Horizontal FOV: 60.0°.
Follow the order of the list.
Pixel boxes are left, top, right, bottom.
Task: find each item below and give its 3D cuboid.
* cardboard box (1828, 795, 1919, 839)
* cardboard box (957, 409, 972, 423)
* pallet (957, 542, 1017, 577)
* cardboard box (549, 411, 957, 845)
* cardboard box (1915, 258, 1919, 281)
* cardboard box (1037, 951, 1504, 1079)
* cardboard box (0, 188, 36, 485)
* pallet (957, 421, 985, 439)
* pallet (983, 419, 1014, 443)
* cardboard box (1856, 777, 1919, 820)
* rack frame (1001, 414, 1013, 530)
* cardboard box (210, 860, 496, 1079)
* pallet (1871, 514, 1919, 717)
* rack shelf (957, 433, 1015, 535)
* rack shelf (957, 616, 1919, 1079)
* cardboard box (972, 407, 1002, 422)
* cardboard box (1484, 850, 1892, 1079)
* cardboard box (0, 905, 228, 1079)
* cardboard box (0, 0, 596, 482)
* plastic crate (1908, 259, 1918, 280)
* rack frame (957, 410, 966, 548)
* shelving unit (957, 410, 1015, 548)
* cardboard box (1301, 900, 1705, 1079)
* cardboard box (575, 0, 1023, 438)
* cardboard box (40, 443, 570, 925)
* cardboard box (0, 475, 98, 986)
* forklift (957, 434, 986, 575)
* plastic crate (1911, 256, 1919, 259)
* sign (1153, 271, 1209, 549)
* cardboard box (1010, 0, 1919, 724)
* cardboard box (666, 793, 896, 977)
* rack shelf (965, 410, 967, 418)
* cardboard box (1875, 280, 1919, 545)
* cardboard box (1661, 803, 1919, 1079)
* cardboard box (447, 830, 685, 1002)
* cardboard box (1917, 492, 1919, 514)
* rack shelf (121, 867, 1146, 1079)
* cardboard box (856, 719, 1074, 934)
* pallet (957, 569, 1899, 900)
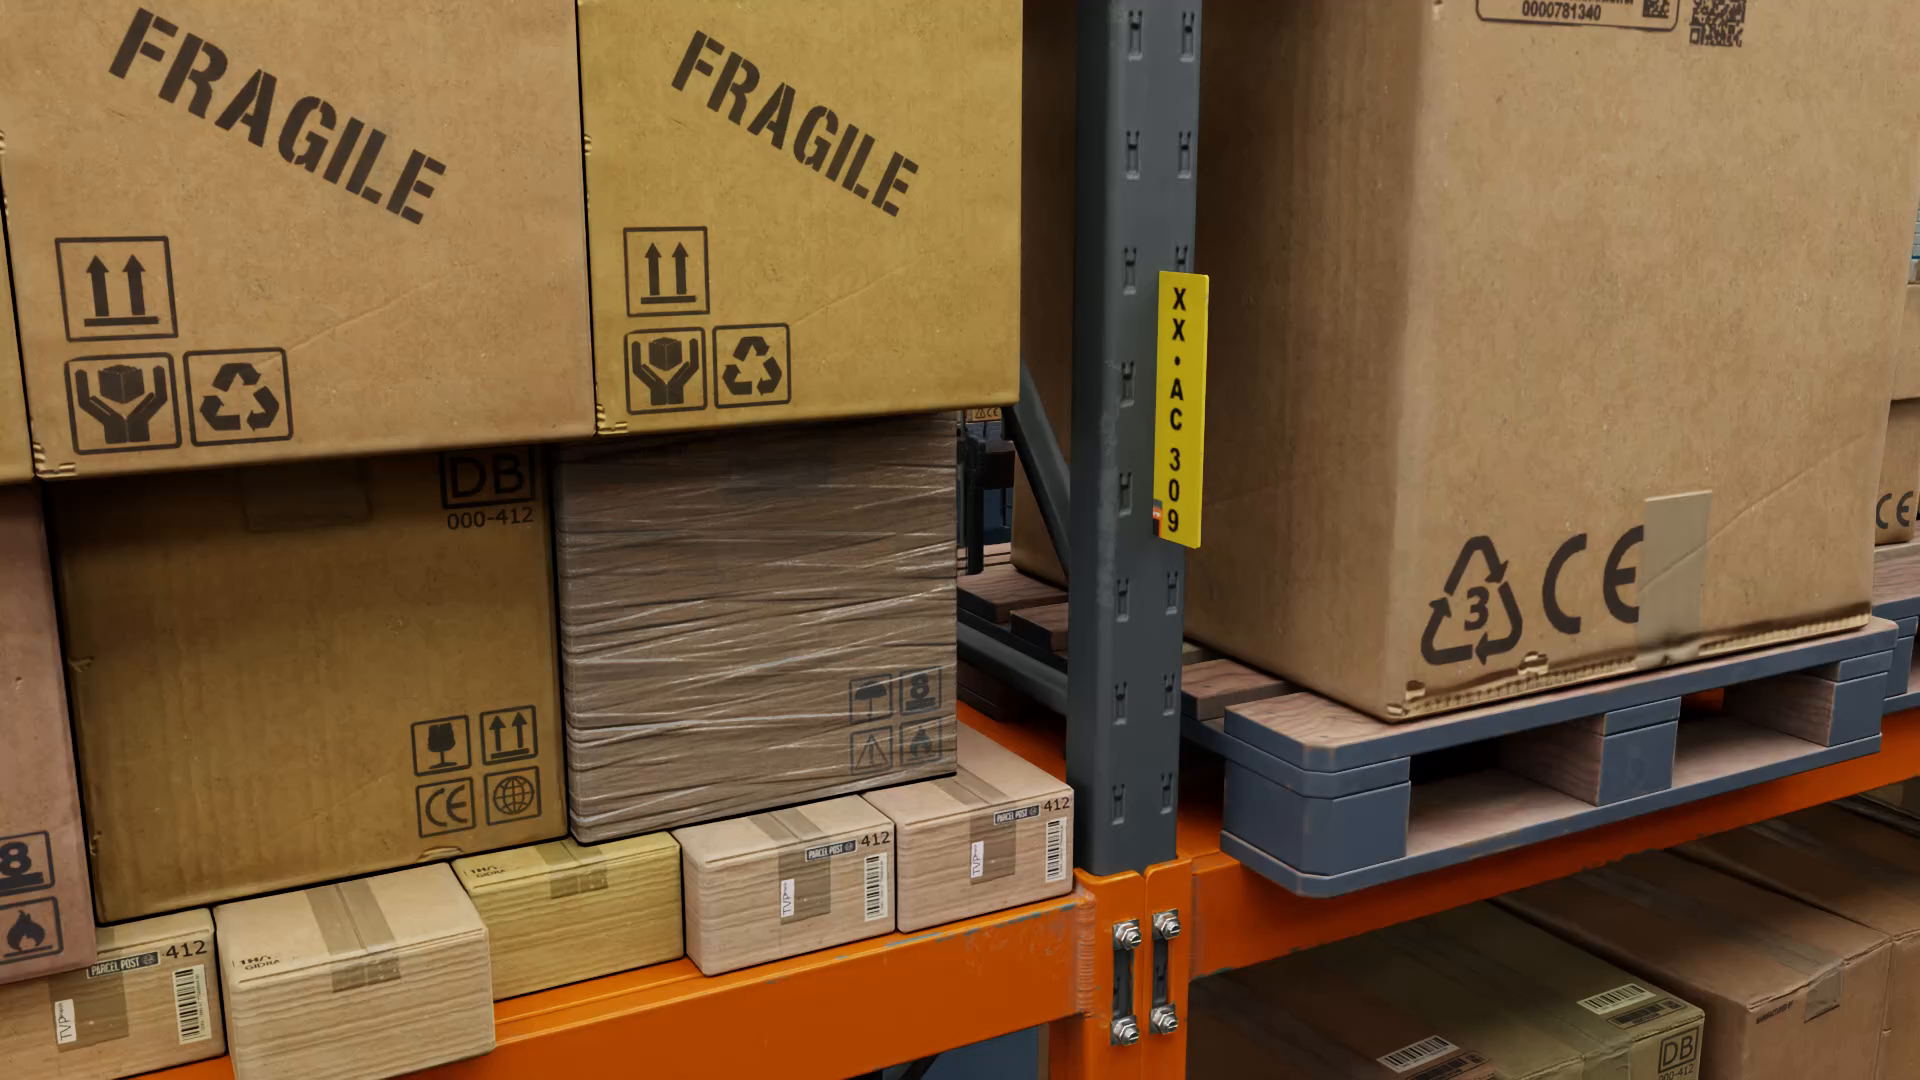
[{"bbox_3d":[2.448,0.881,4.056,0.500,0.500,0.700,-8,15,-33],"label":"cardboard box"},{"bbox_3d":[-0.243,-1.213,13.359,0.500,0.500,0.500,-7,15,-30],"label":"cardboard box"},{"bbox_3d":[0.435,0.220,8.649,1.213,0.211,1.003,-7,14,-28],"label":"pallet"},{"bbox_3d":[-0.429,0.003,2.360,0.500,0.500,0.875,-7,14,-28],"label":"cardboard box"},{"bbox_3d":[2.610,-0.371,3.740,0.500,0.500,0.700,-5,13,-20],"label":"cardboard box"},{"bbox_3d":[0.545,1.106,3.055,0.500,0.500,0.700,-8,15,-32],"label":"cardboard box"},{"bbox_3d":[-1.145,-0.315,1.493,0.500,0.500,0.500,-7,14,-28],"label":"cardboard box"},{"bbox_3d":[-0.563,-0.880,13.538,1.213,0.211,1.003,-7,14,-28],"label":"pallet"},{"bbox_3d":[0.507,-1.007,14.104,1.213,0.211,1.003,-7,14,-28],"label":"pallet"},{"bbox_3d":[2.473,0.514,3.979,0.500,0.250,0.500,-5,14,-22],"label":"cardboard box"},{"bbox_3d":[0.359,-1.067,10.070,0.015,2.100,0.400,-7,14,-28],"label":"rack frame"},{"bbox_3d":[-0.690,0.450,1.849,0.250,0.149,0.380,-7,14,-28],"label":"cardboard box"},{"bbox_3d":[1.789,0.050,3.491,1.213,0.211,1.003,-7,14,-28],"label":"pallet"},{"bbox_3d":[0.145,-0.346,10.113,0.480,0.518,0.431,-7,14,-28],"label":"rack shelf"},{"bbox_3d":[1.752,0.302,3.574,4.000,0.370,1.077,-7,14,-28],"label":"rack shelf"},{"bbox_3d":[0.200,-1.265,13.589,0.500,0.500,0.500,-7,14,-29],"label":"cardboard box"},{"bbox_3d":[1.464,1.000,3.524,0.500,0.500,0.700,-8,15,-33],"label":"cardboard box"},{"bbox_3d":[-0.973,0.451,1.846,0.250,0.149,0.380,-7,14,-28],"label":"cardboard box"},{"bbox_3d":[-0.705,-0.367,1.726,0.500,0.500,0.500,-7,14,-28],"label":"cardboard box"},{"bbox_3d":[6.073,-1.731,11.104,0.530,0.282,0.437,-7,14,-28],"label":"plastic crate"},{"bbox_3d":[-0.069,-1.016,9.842,0.015,2.100,0.400,-7,14,-28],"label":"rack frame"},{"bbox_3d":[0.145,-1.042,9.956,0.503,2.100,0.431,-7,14,-28],"label":"shelving unit"},{"bbox_3d":[0.973,1.059,3.262,0.500,0.500,0.700,-7,14,-28],"label":"cardboard box"},{"bbox_3d":[-0.267,-0.420,1.961,0.500,0.500,0.500,-7,14,-28],"label":"cardboard box"},{"bbox_3d":[-0.884,0.049,2.156,0.500,0.500,0.875,-7,14,-28],"label":"cardboard box"},{"bbox_3d":[-1.275,0.121,1.836,0.500,0.500,0.875,-7,14,-28],"label":"cardboard box"},{"bbox_3d":[-0.503,-0.453,5.445,1.130,2.935,3.031,-4,13,-19],"label":"forklift"},{"bbox_3d":[7.203,-1.971,12.282,0.300,0.233,0.416,-7,14,-28],"label":"plastic crate"},{"bbox_3d":[0.263,-0.157,2.004,0.005,0.325,0.100,-7,14,-28],"label":"sign"},{"bbox_3d":[0.761,-0.393,2.700,1.000,1.000,1.000,-7,14,-27],"label":"cardboard box"},{"bbox_3d":[-0.276,0.388,2.127,0.250,0.149,0.380,-7,14,-28],"label":"cardboard box"},{"bbox_3d":[0.145,-1.028,9.959,0.480,0.518,0.431,-7,14,-28],"label":"rack shelf"},{"bbox_3d":[1.473,-0.294,3.393,0.637,0.503,0.797,-5,14,-22],"label":"cardboard box"},{"bbox_3d":[1.953,0.941,3.785,0.500,0.500,0.700,-6,14,-23],"label":"cardboard box"},{"bbox_3d":[-0.524,0.402,2.062,0.250,0.149,0.380,-7,14,-28],"label":"cardboard box"},{"bbox_3d":[2.173,-0.171,3.388,0.258,0.266,0.396,-7,15,-29],"label":"cardboard box"},{"bbox_3d":[-1.759,0.723,1.705,4.000,0.370,1.077,-7,14,-28],"label":"rack shelf"},{"bbox_3d":[-0.052,0.363,2.236,0.250,0.149,0.380,-7,14,-28],"label":"cardboard box"},{"bbox_3d":[0.737,0.203,2.814,1.213,0.211,1.003,-7,14,-28],"label":"pallet"}]
